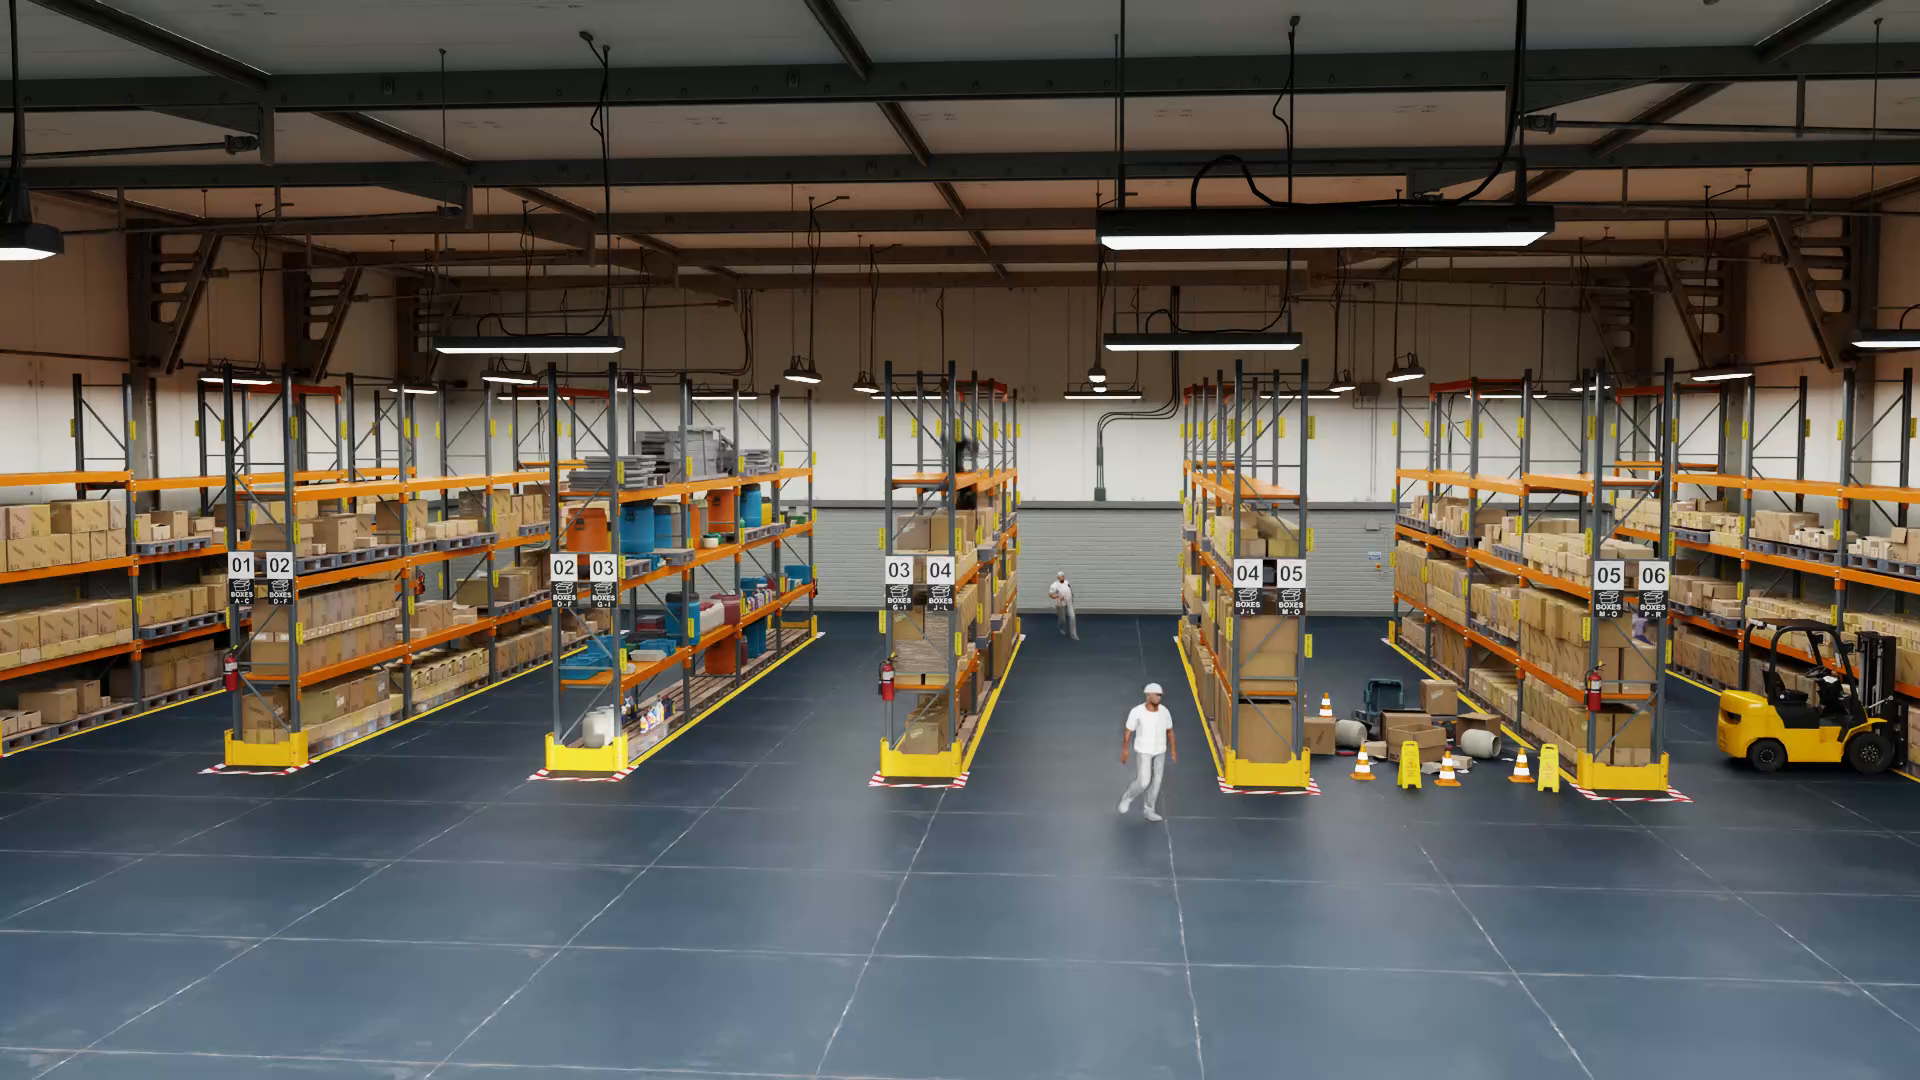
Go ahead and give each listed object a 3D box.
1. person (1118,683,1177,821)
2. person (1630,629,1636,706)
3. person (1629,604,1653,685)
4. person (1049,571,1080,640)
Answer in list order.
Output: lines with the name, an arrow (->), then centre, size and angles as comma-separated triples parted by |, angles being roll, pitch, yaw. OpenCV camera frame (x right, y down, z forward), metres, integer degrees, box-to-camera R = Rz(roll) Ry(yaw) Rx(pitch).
person -> 2.398, 2.713, 21.348 | 0.666, 1.753, 0.586 | -2, 4, -24
person -> 11.369, 2.328, 28.219 | 0.516, 1.705, 0.807 | 0, 4, -7
person -> 13.186, 2.078, 32.335 | 0.607, 1.621, 0.956 | -1, 4, -14
person -> 2.438, 1.570, 39.993 | 0.640, 1.653, 0.870 | -1, 4, -22
